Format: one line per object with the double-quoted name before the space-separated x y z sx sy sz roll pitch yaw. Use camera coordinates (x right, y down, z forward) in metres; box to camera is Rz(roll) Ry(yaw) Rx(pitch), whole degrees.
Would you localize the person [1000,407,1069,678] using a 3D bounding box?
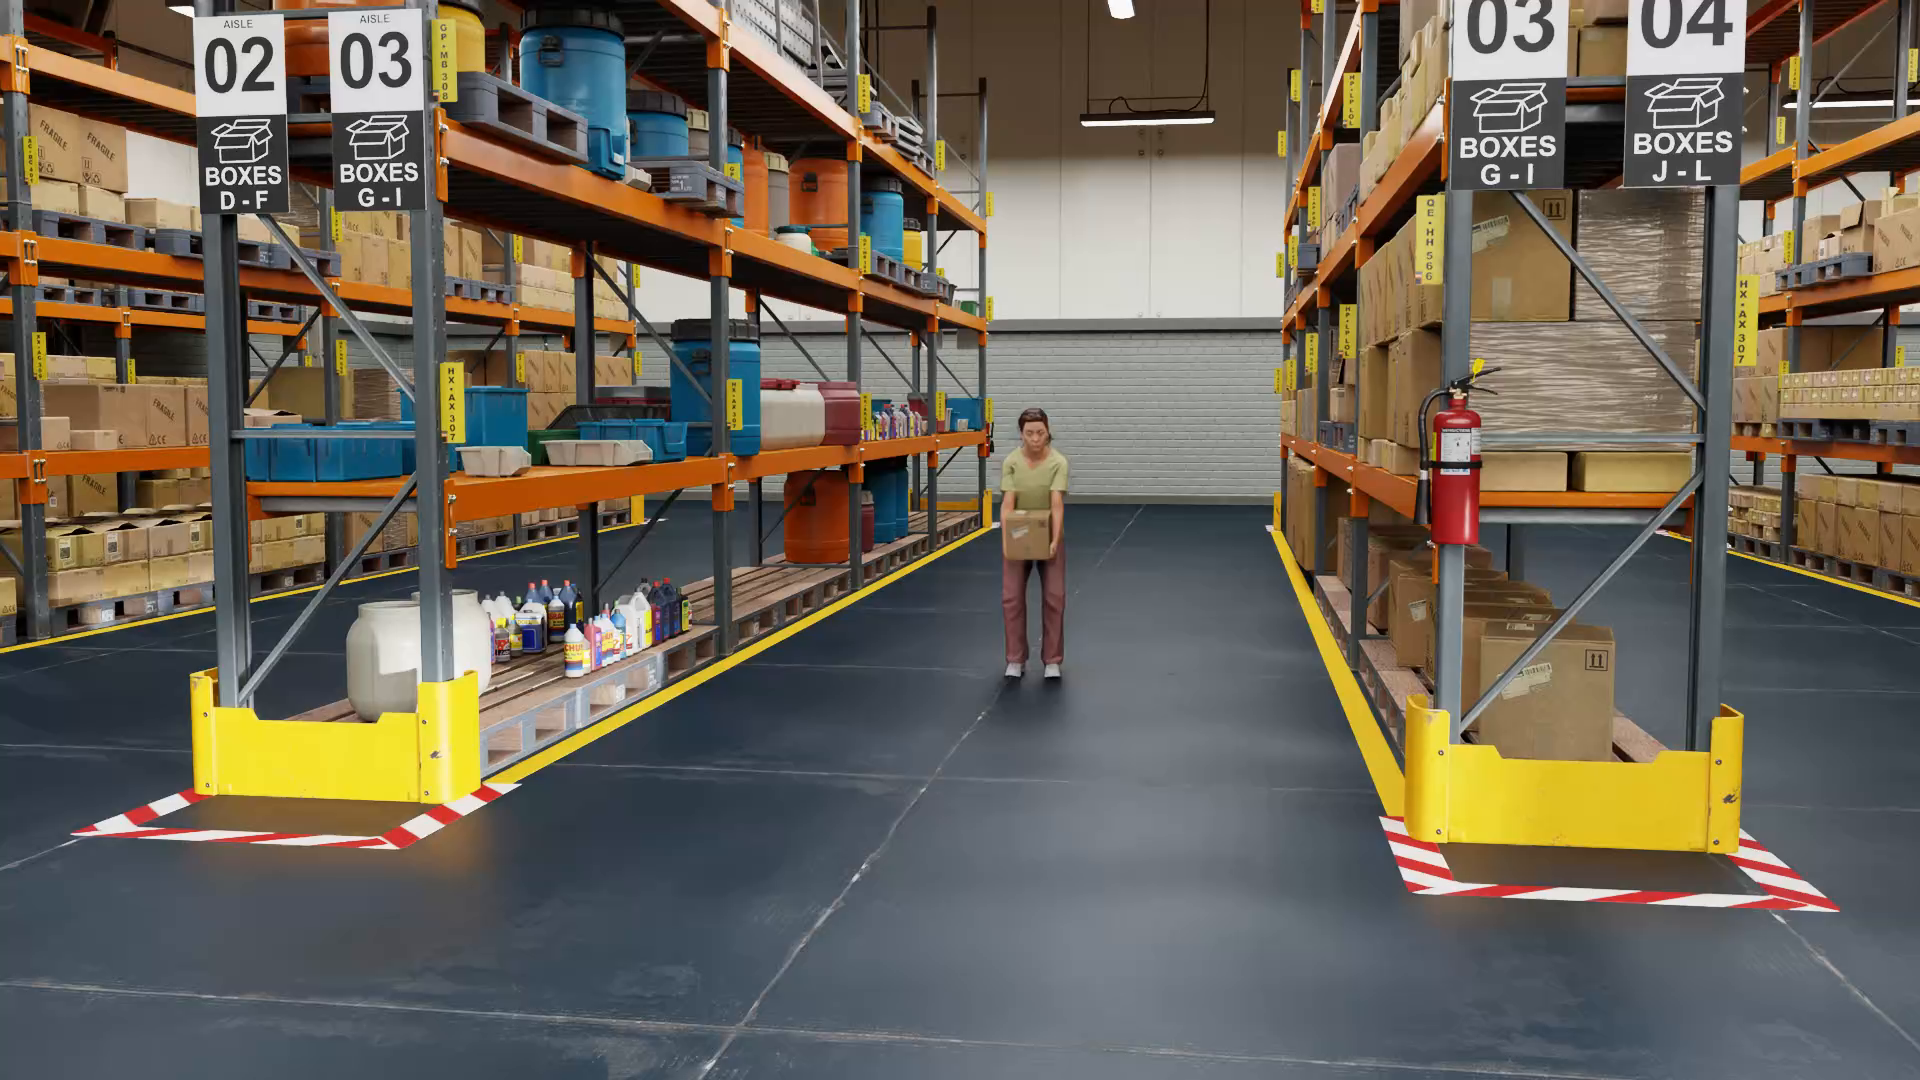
"person" 0.446 0.020 9.961 0.407 1.625 0.541 1 5 8
